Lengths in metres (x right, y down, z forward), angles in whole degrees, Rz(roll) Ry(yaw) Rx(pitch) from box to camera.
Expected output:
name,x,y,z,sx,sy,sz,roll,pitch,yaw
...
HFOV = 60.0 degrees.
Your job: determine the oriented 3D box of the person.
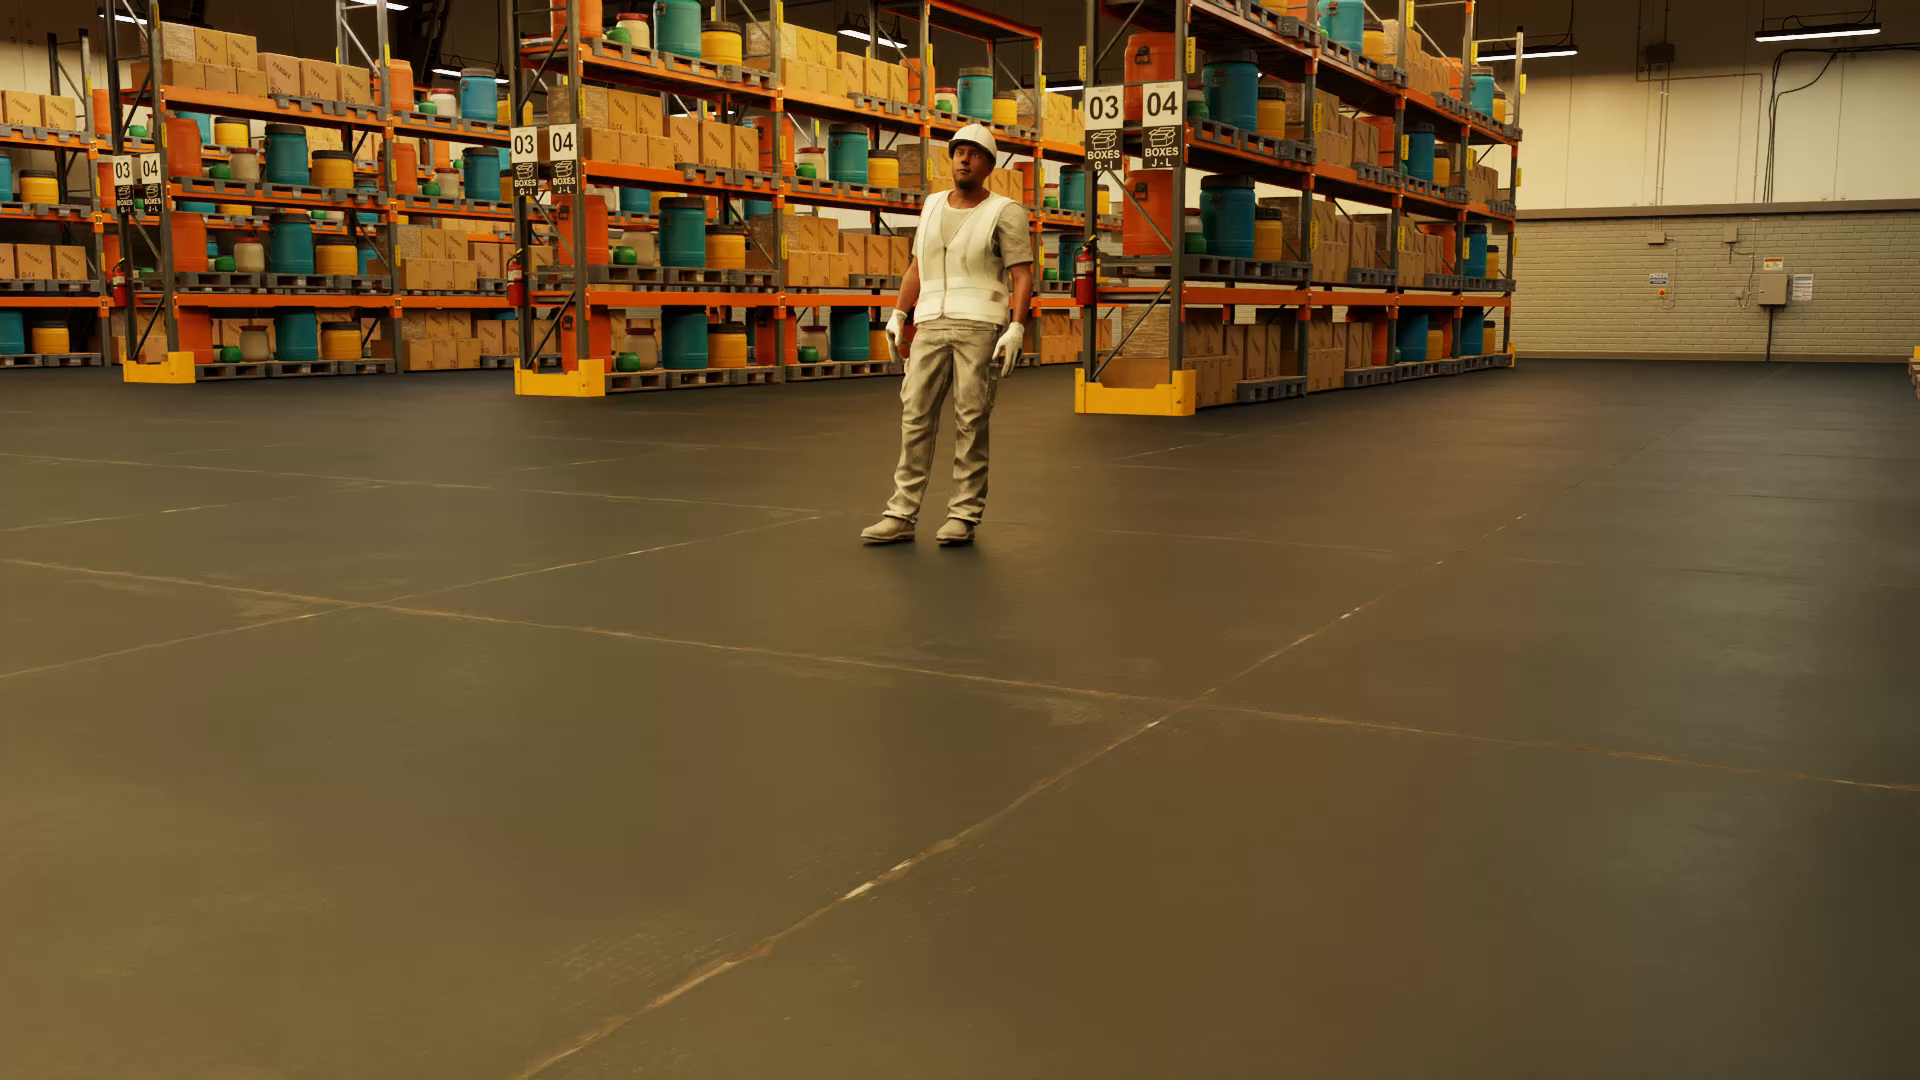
name,x,y,z,sx,sy,sz,roll,pitch,yaw
person,-0.042,-0.883,7.133,0.656,1.782,0.577,4,9,29
